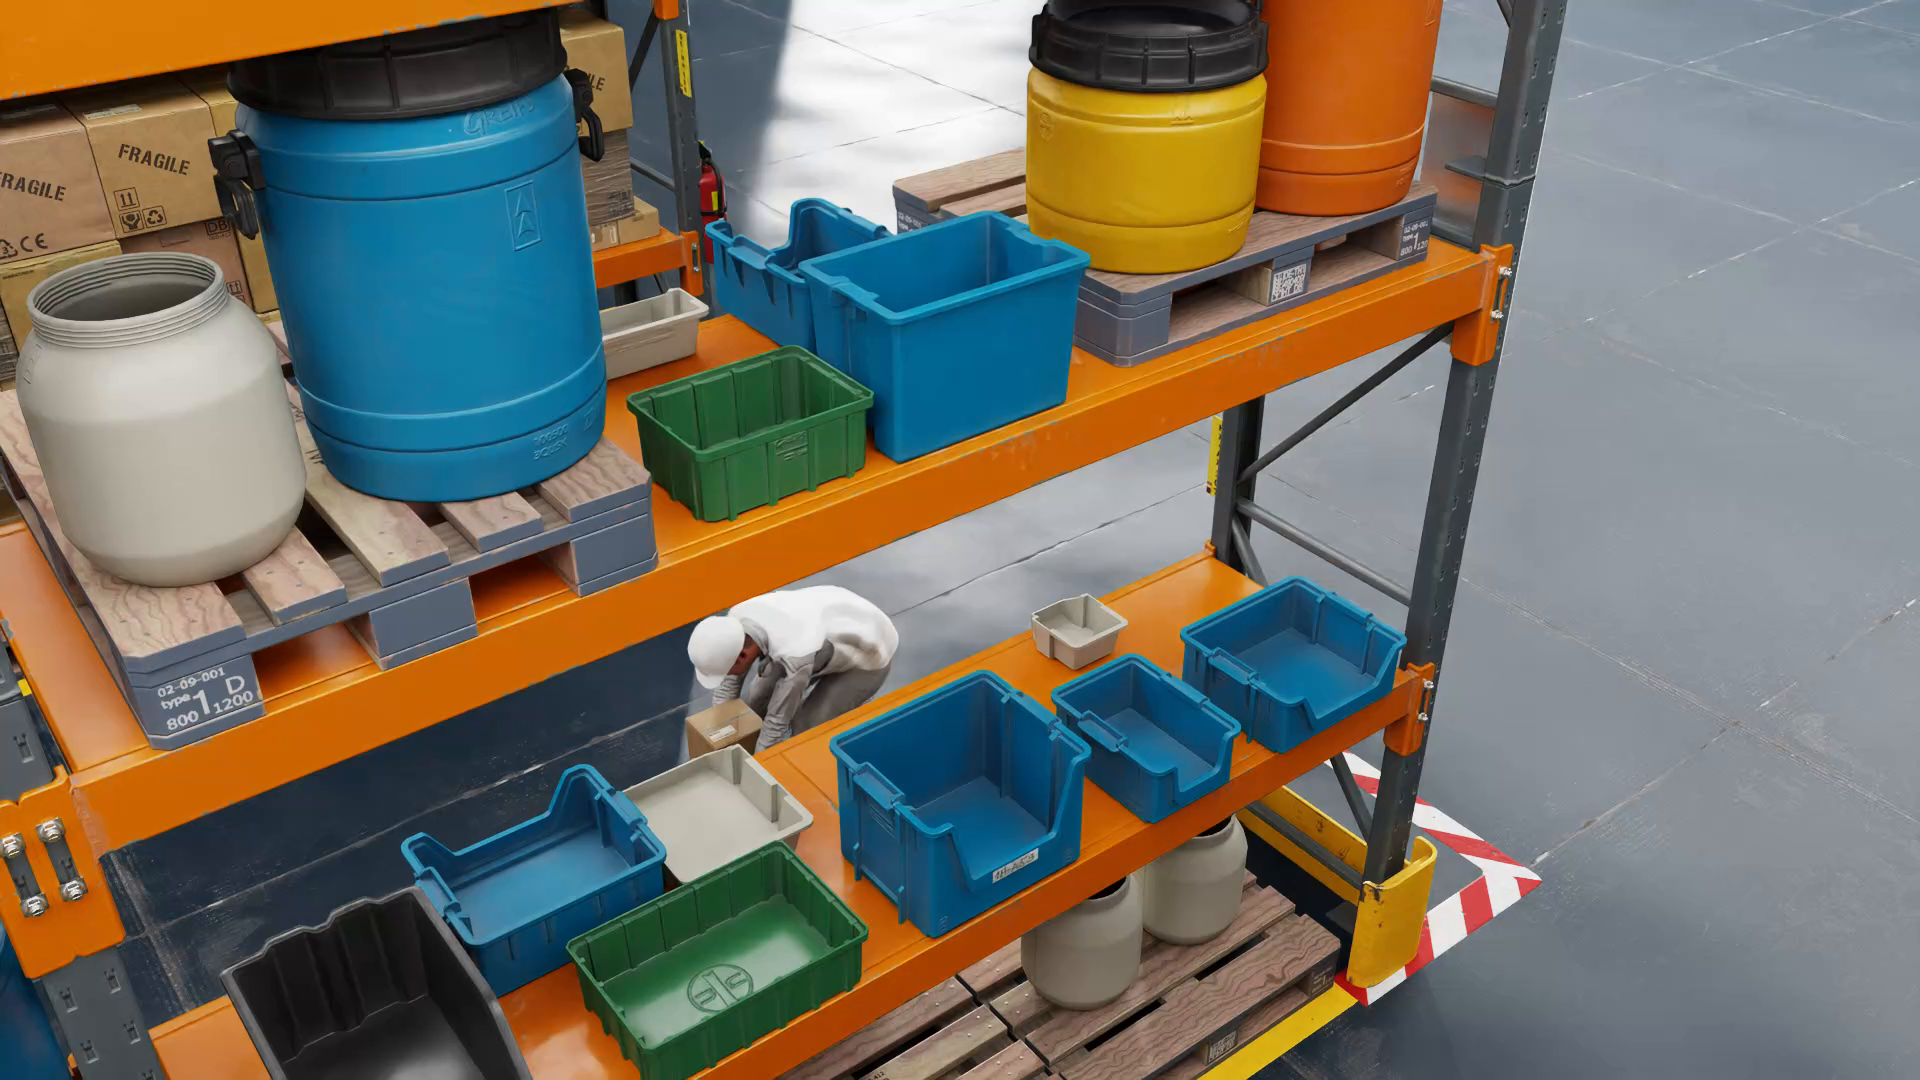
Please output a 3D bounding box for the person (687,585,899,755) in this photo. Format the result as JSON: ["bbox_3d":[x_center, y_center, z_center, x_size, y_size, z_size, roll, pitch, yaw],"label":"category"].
[{"bbox_3d":[-0.694,0.601,6.890,0.943,0.996,0.511,-23,39,-33],"label":"person"}]
